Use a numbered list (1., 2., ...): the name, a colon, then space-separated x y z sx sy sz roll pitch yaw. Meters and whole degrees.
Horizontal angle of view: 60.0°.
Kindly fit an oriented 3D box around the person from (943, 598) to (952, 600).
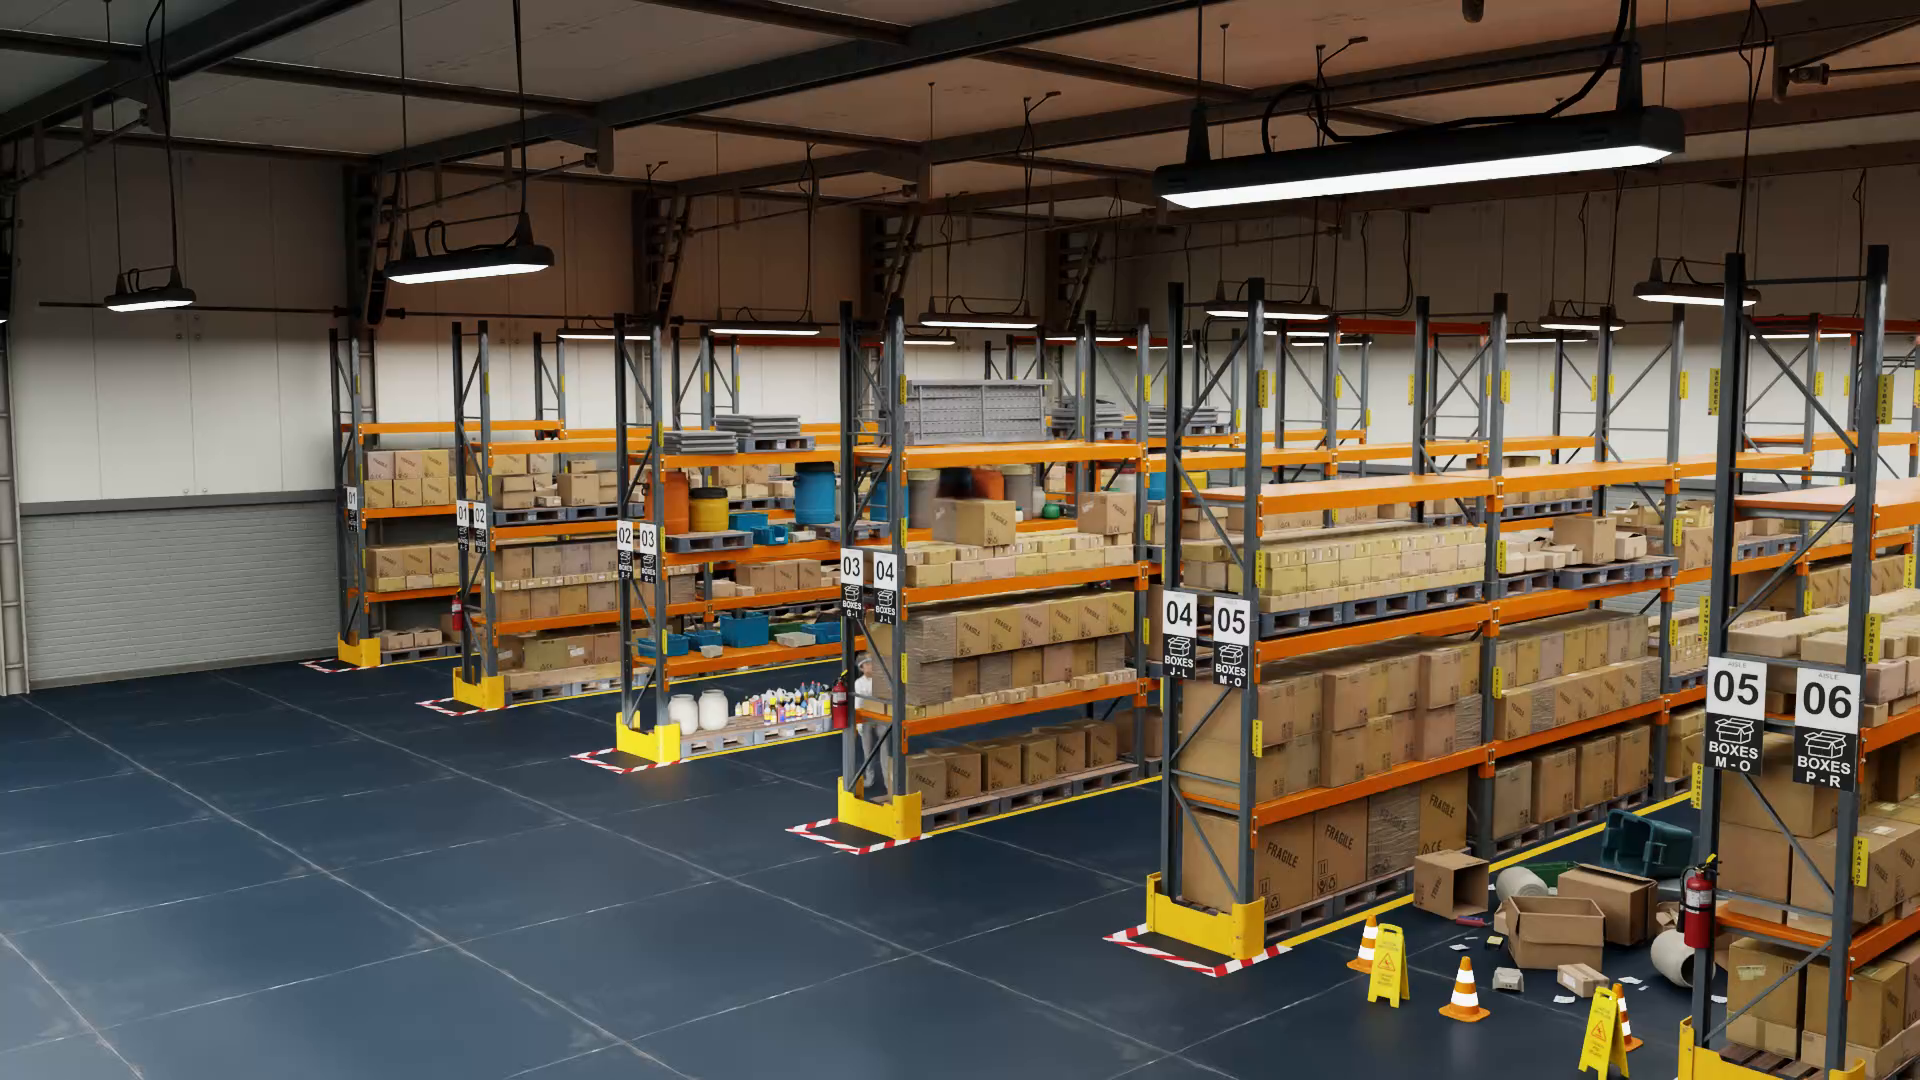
1. person: -0.210 1.277 30.662 0.697 1.727 1.082 5 7 39

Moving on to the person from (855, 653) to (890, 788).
1. person: -1.076 2.272 20.945 0.555 1.687 0.536 -1 6 -12
